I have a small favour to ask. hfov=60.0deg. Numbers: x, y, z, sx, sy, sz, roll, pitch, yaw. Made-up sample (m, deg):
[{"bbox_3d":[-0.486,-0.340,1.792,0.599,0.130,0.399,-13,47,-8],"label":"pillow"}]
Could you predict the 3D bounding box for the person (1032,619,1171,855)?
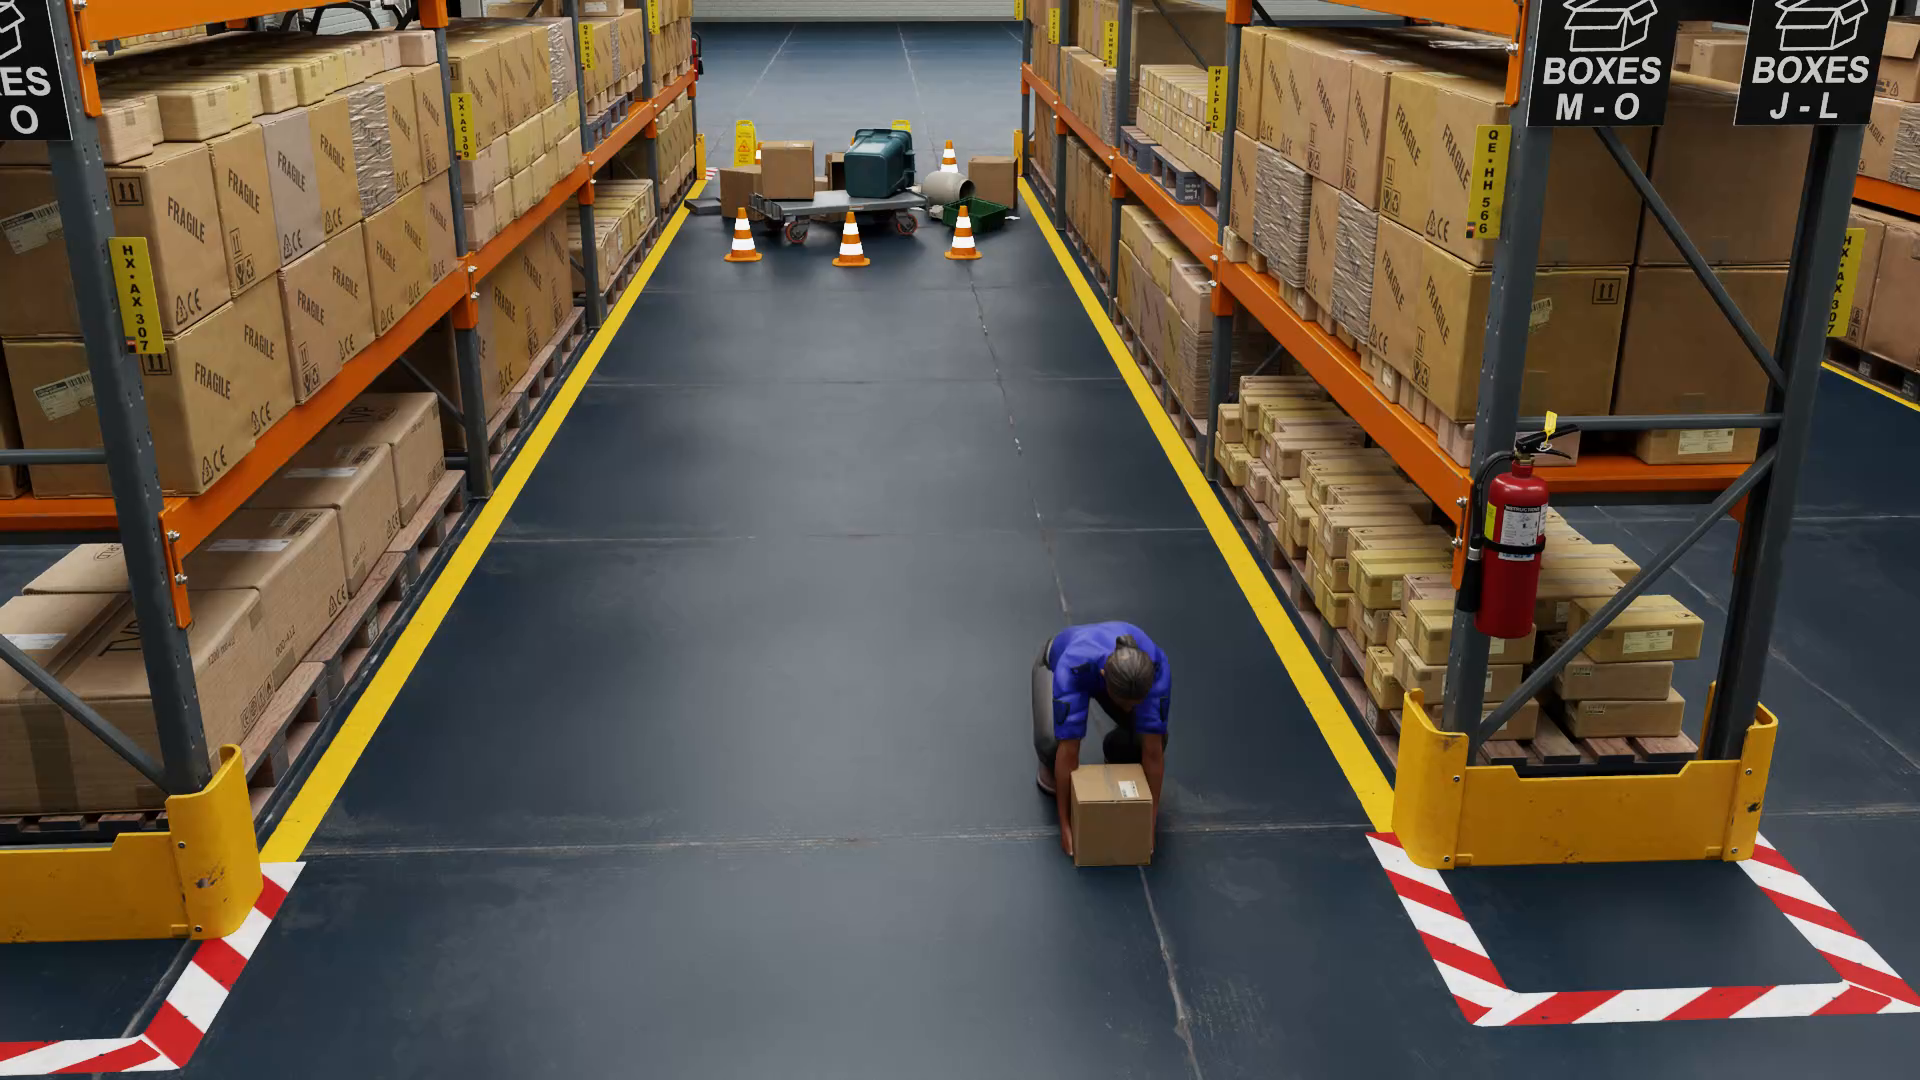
[{"bbox_3d":[0.490,0.613,5.846,0.467,0.799,0.844,-1,21,-4],"label":"person"}]
